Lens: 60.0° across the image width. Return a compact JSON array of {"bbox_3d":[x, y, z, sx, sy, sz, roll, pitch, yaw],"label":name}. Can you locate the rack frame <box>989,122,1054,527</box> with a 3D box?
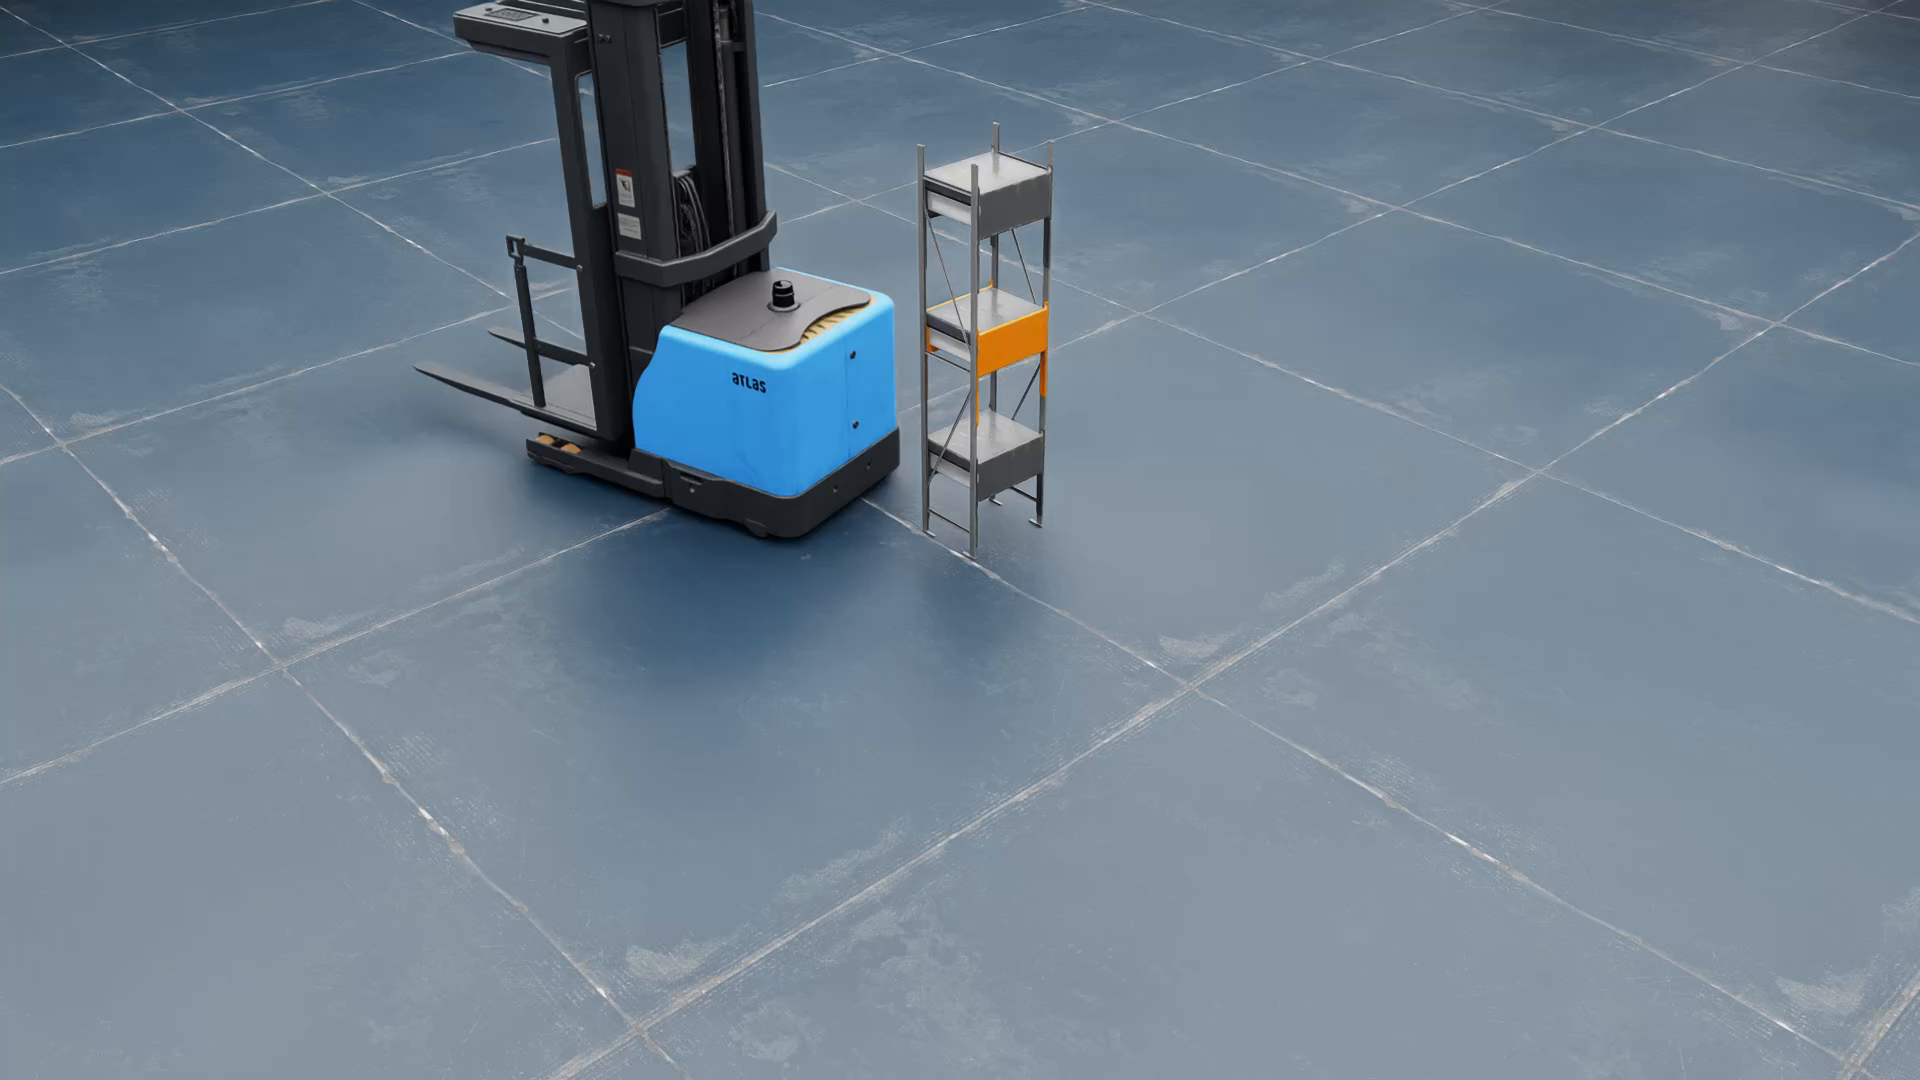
[{"bbox_3d":[0.300,-1.041,8.440,0.015,2.100,0.400,-26,40,-35],"label":"rack frame"}]

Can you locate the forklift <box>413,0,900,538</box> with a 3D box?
[{"bbox_3d":[-1.853,-1.834,8.939,3.031,2.935,1.130,18,36,27],"label":"forklift"}]

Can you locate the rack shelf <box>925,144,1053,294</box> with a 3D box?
[{"bbox_3d":[0.121,-1.540,7.940,0.480,0.518,0.431,-26,40,-35],"label":"rack shelf"}]

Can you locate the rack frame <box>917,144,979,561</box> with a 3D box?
[{"bbox_3d":[-0.058,-0.868,8.157,0.015,2.100,0.400,-26,40,-35],"label":"rack frame"}]

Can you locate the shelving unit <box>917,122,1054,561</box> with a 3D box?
[{"bbox_3d":[0.121,-0.955,8.298,0.503,2.100,0.431,-26,40,-35],"label":"shelving unit"}]

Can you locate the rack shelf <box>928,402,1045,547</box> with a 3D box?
[{"bbox_3d":[0.121,-0.346,8.671,0.480,0.518,0.431,-26,40,-35],"label":"rack shelf"}]

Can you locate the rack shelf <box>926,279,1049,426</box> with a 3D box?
[{"bbox_3d":[0.121,-0.943,8.305,0.480,0.518,0.431,-26,40,-35],"label":"rack shelf"}]
